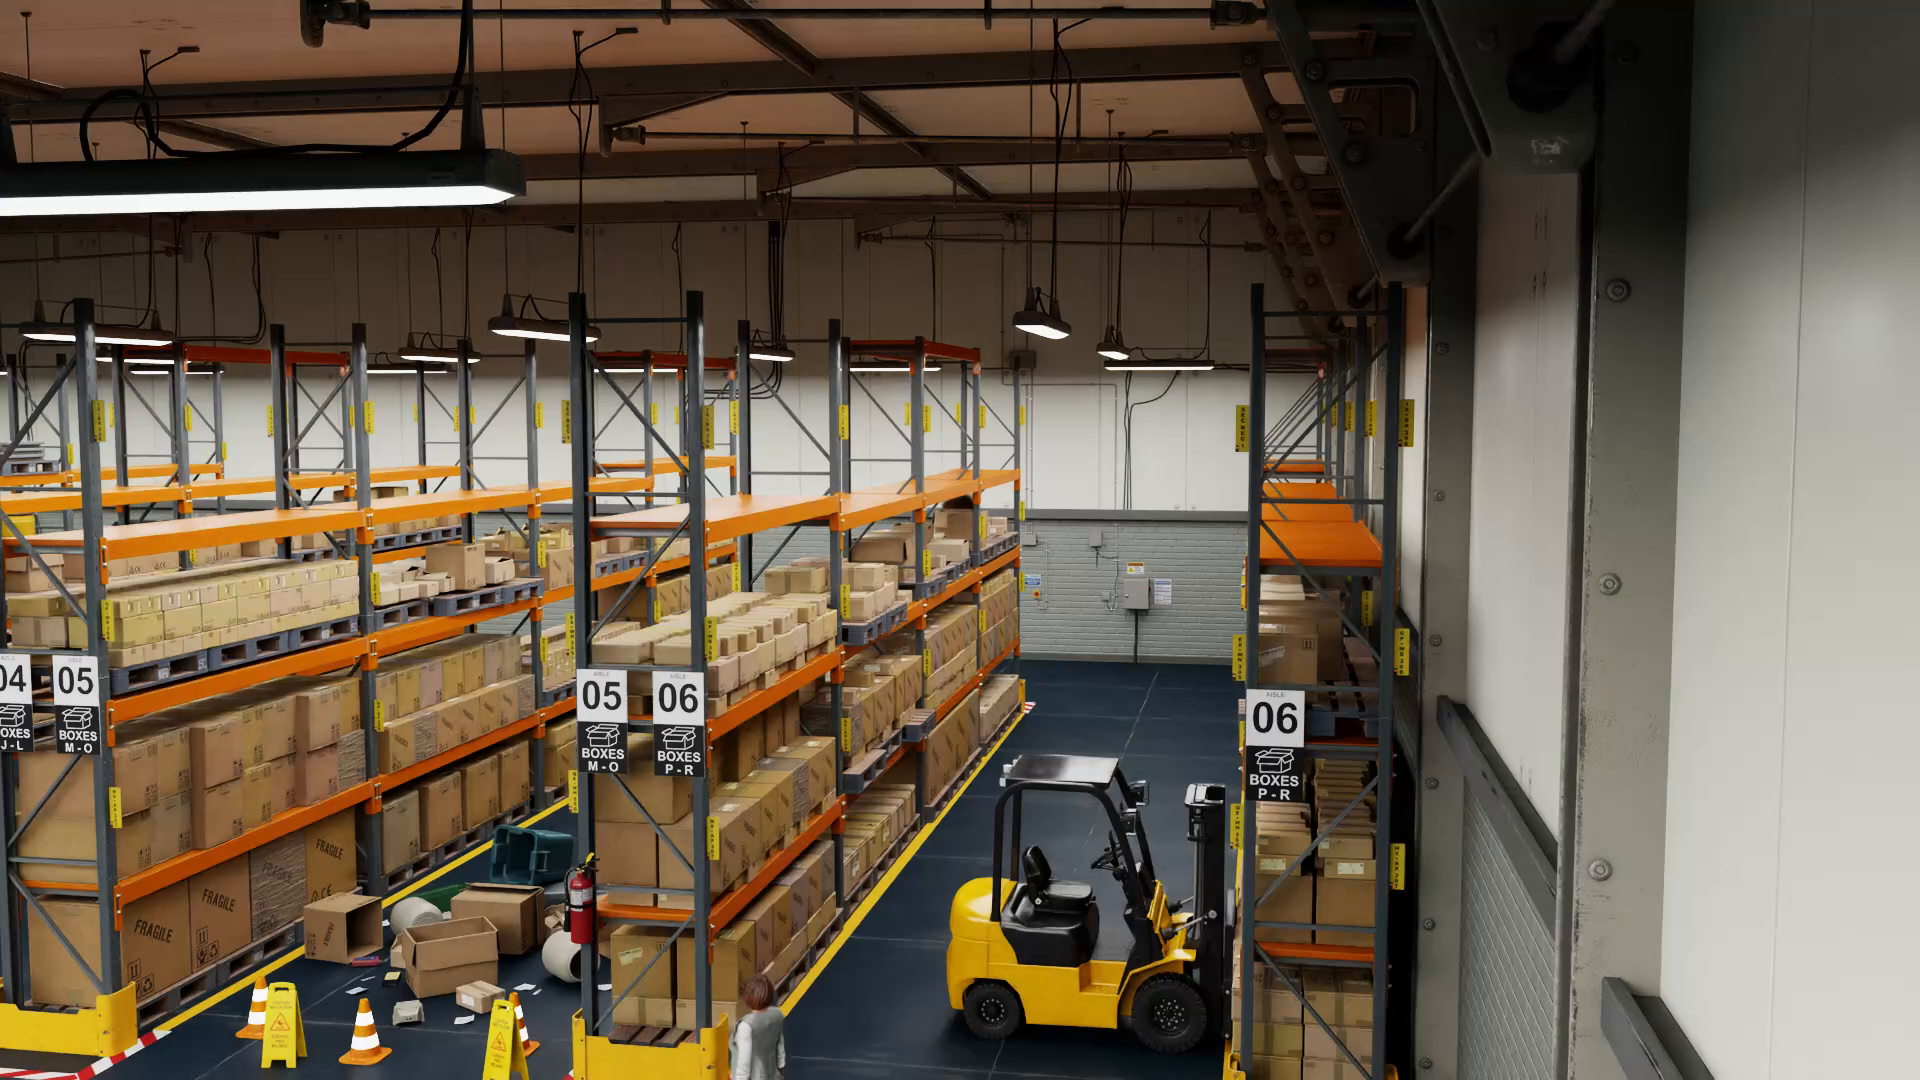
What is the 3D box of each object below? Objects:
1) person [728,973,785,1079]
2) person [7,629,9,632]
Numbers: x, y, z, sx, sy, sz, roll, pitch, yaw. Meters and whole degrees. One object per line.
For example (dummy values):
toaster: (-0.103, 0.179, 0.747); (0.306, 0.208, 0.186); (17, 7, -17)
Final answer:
person: (-1.319, 3.522, 10.522); (0.458, 1.619, 0.452); (2, 5, 21)
person: (-16.777, 1.976, 29.472); (0.548, 1.666, 0.408); (-4, 6, -38)
